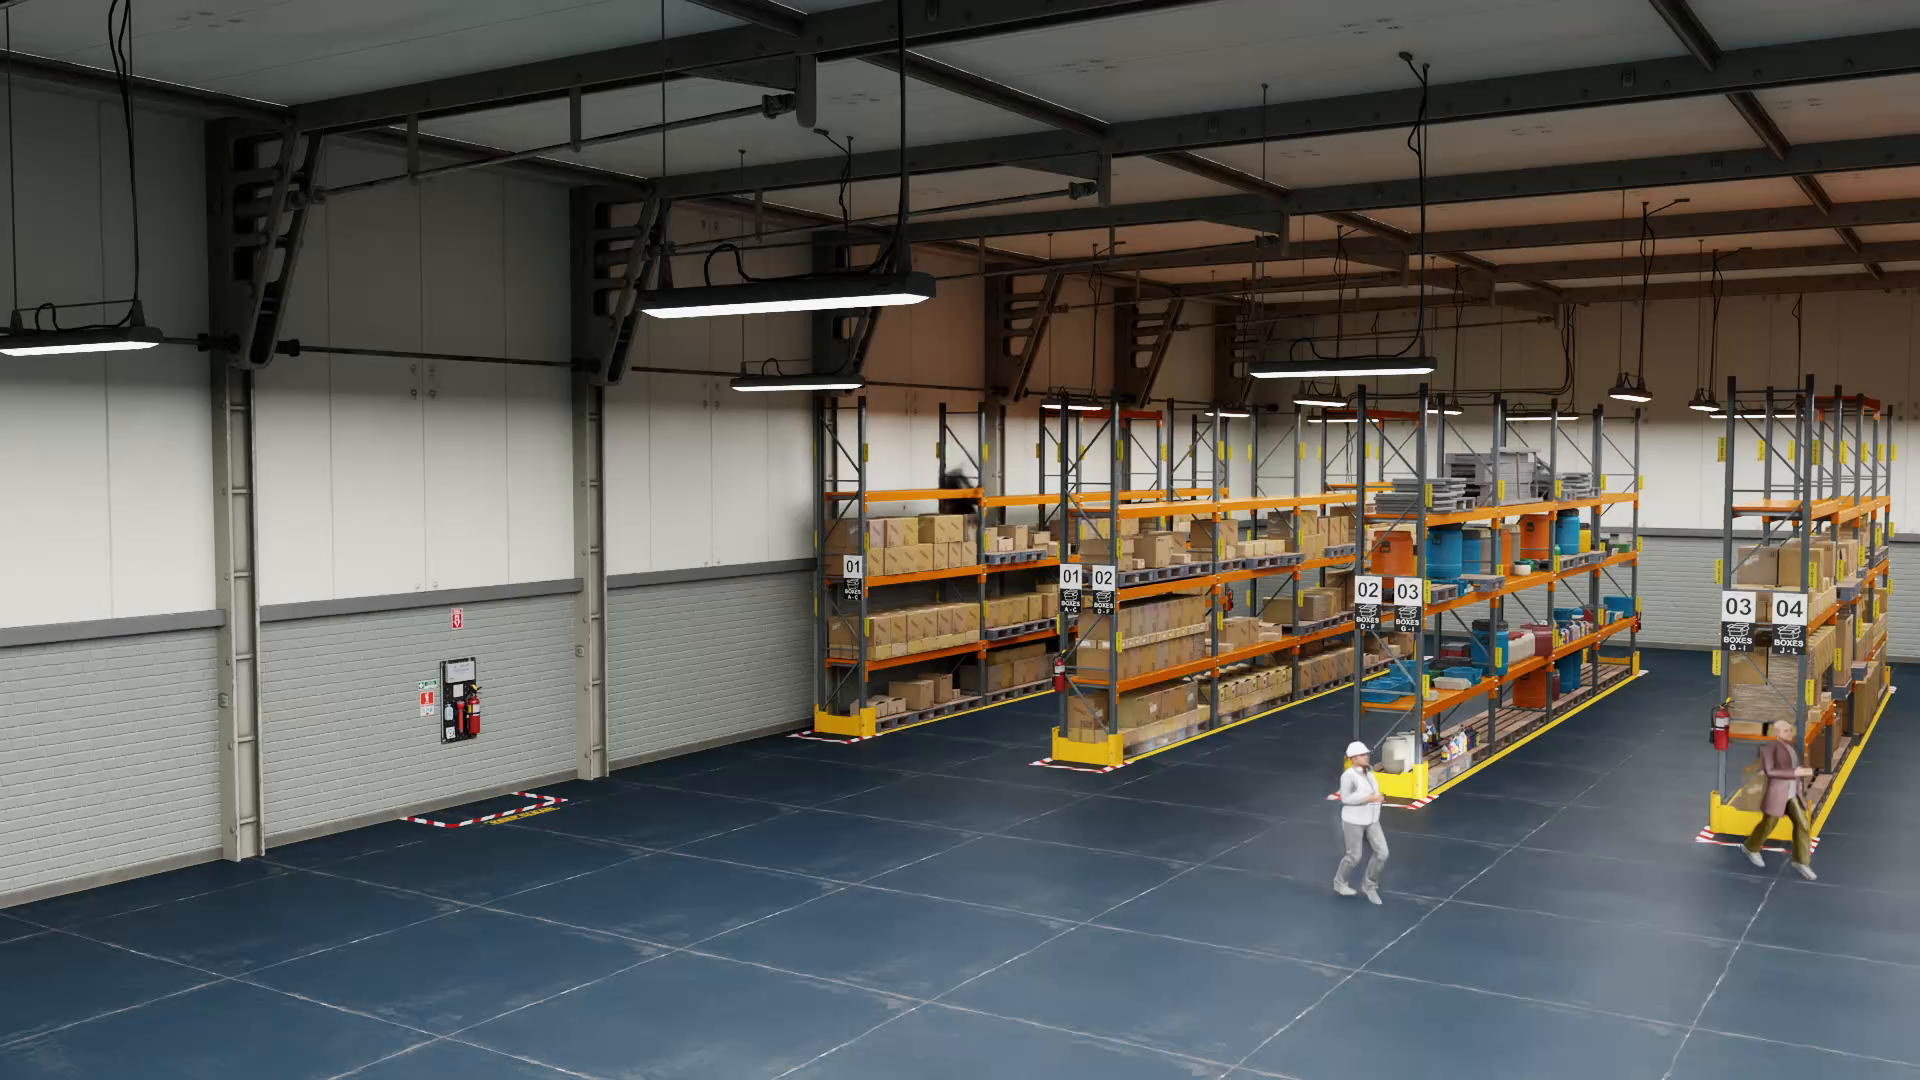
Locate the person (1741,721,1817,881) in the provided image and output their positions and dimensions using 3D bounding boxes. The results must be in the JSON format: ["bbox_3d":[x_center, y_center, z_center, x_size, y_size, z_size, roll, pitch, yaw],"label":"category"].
[{"bbox_3d":[9.781,3.058,19.814,0.686,1.824,0.932,-1,3,-22],"label":"person"}]

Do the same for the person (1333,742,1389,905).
[{"bbox_3d":[4.470,3.074,18.473,0.637,1.662,0.711,-2,4,-35],"label":"person"}]
